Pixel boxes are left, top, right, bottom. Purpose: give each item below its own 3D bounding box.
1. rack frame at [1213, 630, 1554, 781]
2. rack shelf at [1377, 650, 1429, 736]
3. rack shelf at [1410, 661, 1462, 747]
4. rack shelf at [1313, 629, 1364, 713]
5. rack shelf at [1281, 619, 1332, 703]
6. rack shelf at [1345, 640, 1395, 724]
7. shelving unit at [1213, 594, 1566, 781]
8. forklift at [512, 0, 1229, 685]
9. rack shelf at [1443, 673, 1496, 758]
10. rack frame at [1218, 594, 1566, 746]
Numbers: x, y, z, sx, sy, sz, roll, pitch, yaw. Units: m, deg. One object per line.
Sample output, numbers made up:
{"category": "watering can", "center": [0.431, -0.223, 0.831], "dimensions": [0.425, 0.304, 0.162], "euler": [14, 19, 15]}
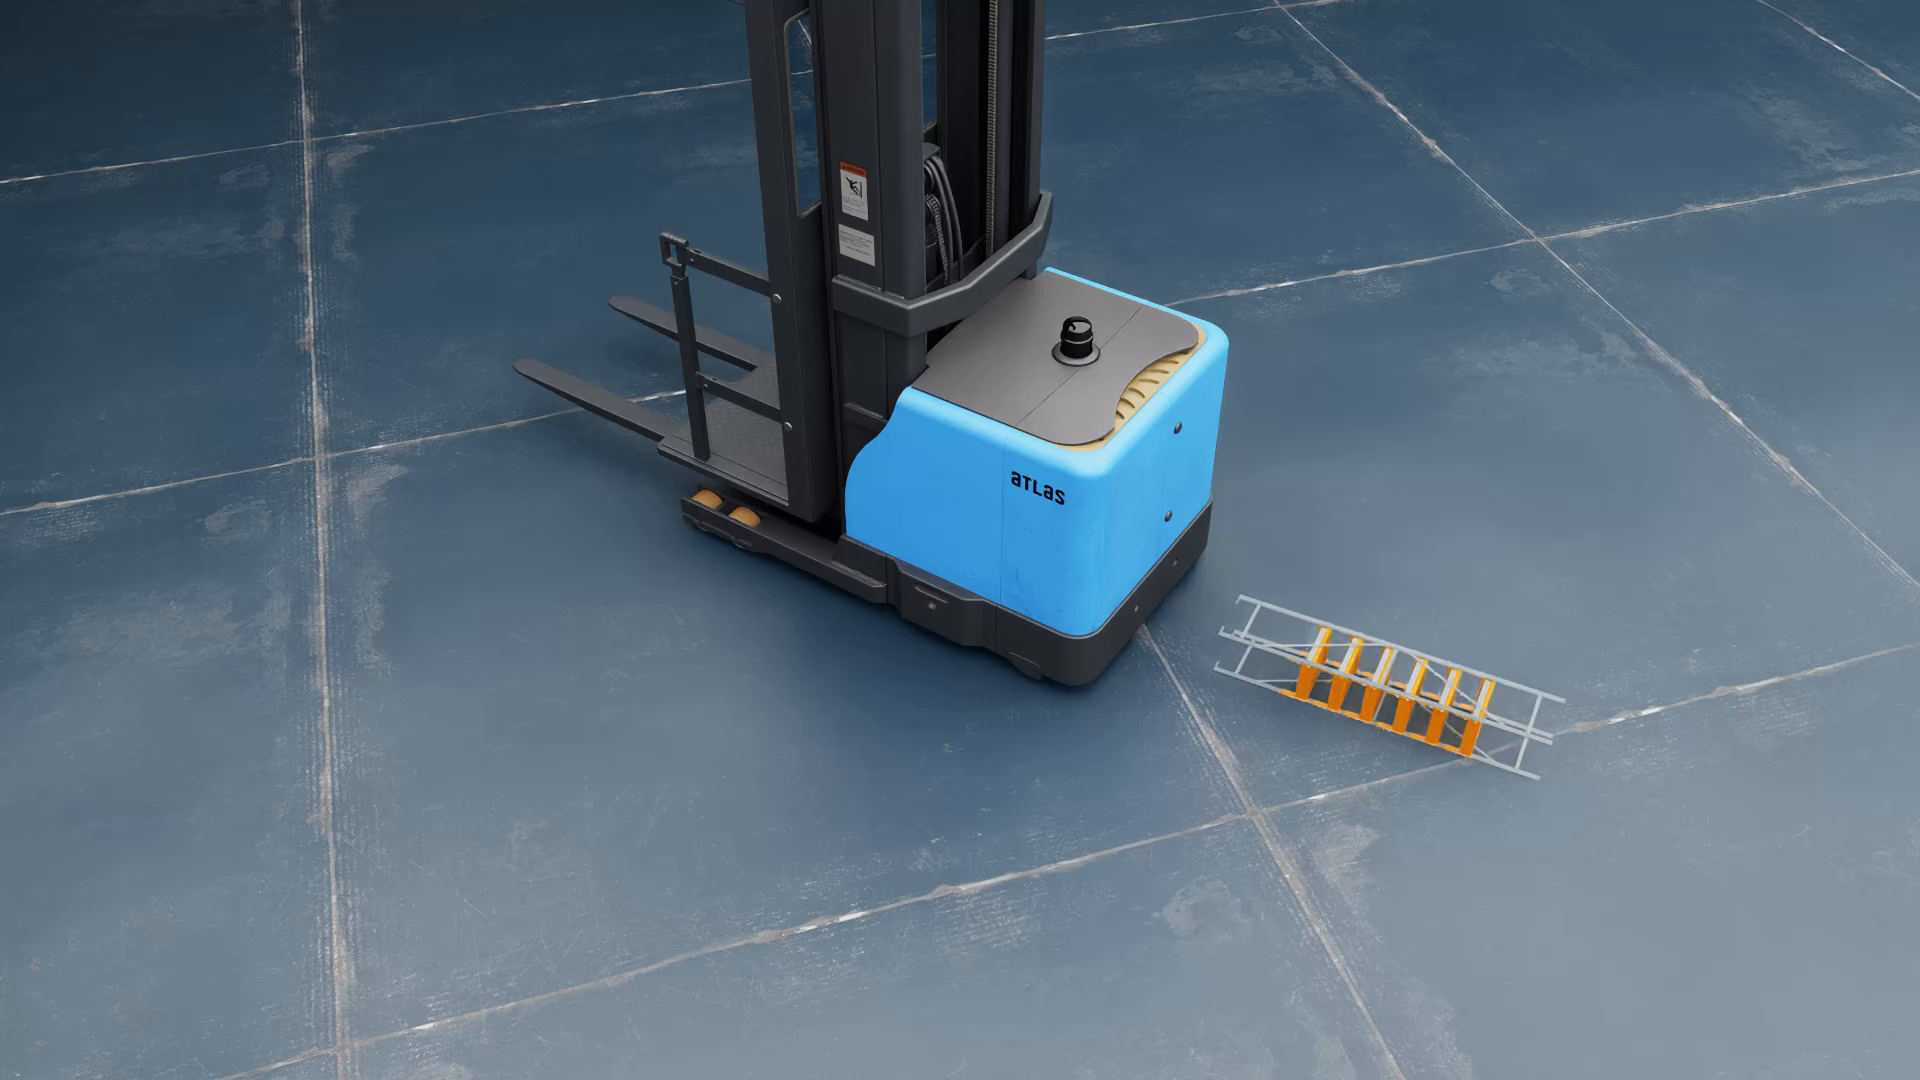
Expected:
{"category": "rack frame", "center": [1.532, 0.591, 6.066], "dimensions": [1.200, 0.006, 0.240], "euler": [18, 44, 20]}
{"category": "rack shelf", "center": [1.599, 0.544, 5.980], "dimensions": [0.103, 0.180, 0.258], "euler": [18, 44, 20]}
{"category": "rack shelf", "center": [1.706, 0.579, 5.940], "dimensions": [0.103, 0.180, 0.258], "euler": [18, 44, 20]}
{"category": "rack shelf", "center": [1.385, 0.473, 6.061], "dimensions": [0.103, 0.180, 0.258], "euler": [18, 44, 20]}
{"category": "rack shelf", "center": [1.277, 0.438, 6.101], "dimensions": [0.103, 0.180, 0.258], "euler": [18, 44, 20]}
{"category": "rack shelf", "center": [1.492, 0.509, 6.021], "dimensions": [0.103, 0.180, 0.258], "euler": [18, 44, 20]}
{"category": "shelving unit", "center": [1.532, 0.522, 6.006], "dimensions": [1.200, 0.189, 0.258], "euler": [18, 44, 20]}
{"category": "forklift", "center": [-0.523, -1.333, 6.048], "dimensions": [3.031, 2.935, 1.130], "euler": [24, 46, 25]}
{"category": "rack shelf", "center": [1.814, 0.615, 5.899], "dimensions": [0.103, 0.180, 0.258], "euler": [18, 44, 20]}
{"category": "rack frame", "center": [1.532, 0.453, 5.945], "dimensions": [1.200, 0.006, 0.240], "euler": [18, 44, 20]}
